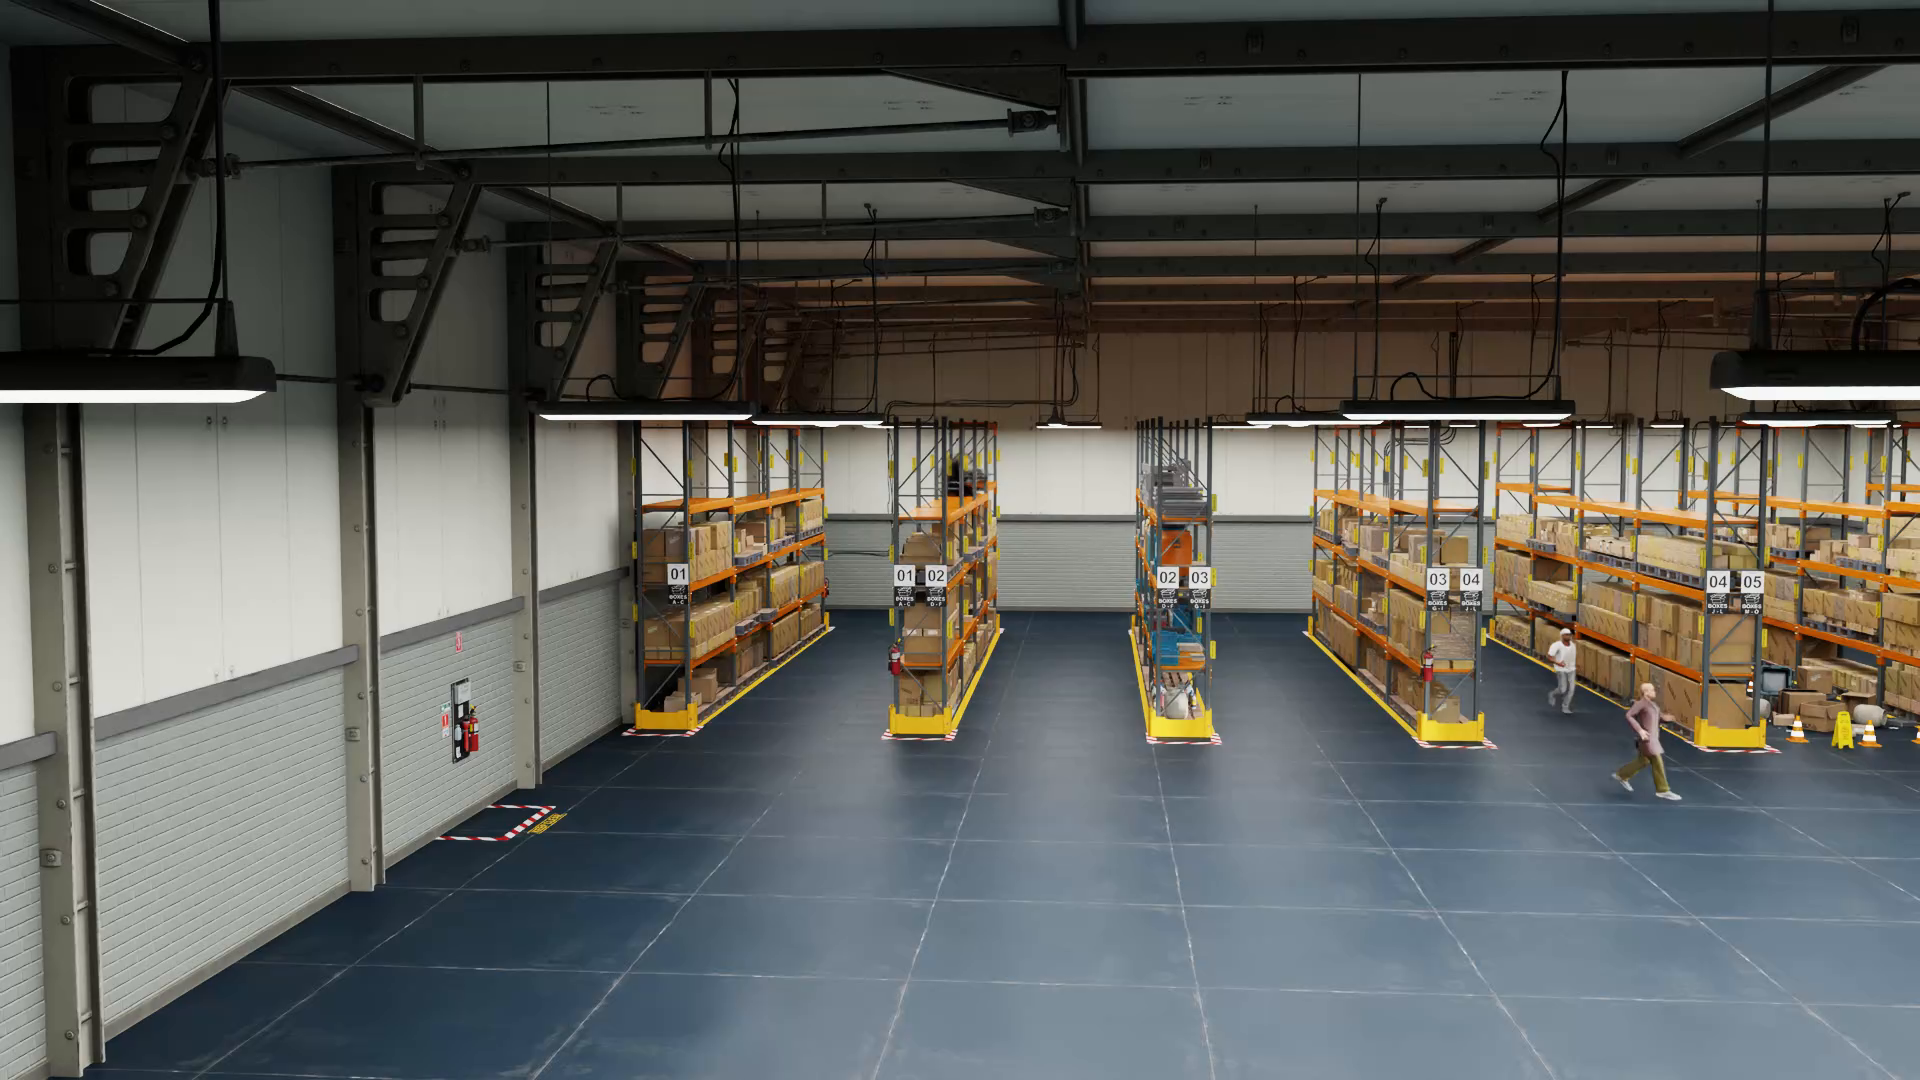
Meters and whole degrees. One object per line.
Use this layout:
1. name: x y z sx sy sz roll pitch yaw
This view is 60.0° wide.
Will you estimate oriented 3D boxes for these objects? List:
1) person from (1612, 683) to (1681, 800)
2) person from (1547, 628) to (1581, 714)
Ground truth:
1. person: 10.718 3.110 25.928 1.064 1.765 0.703 3 5 34
2. person: 12.286 2.648 33.845 0.704 1.725 0.668 -1 4 -13
